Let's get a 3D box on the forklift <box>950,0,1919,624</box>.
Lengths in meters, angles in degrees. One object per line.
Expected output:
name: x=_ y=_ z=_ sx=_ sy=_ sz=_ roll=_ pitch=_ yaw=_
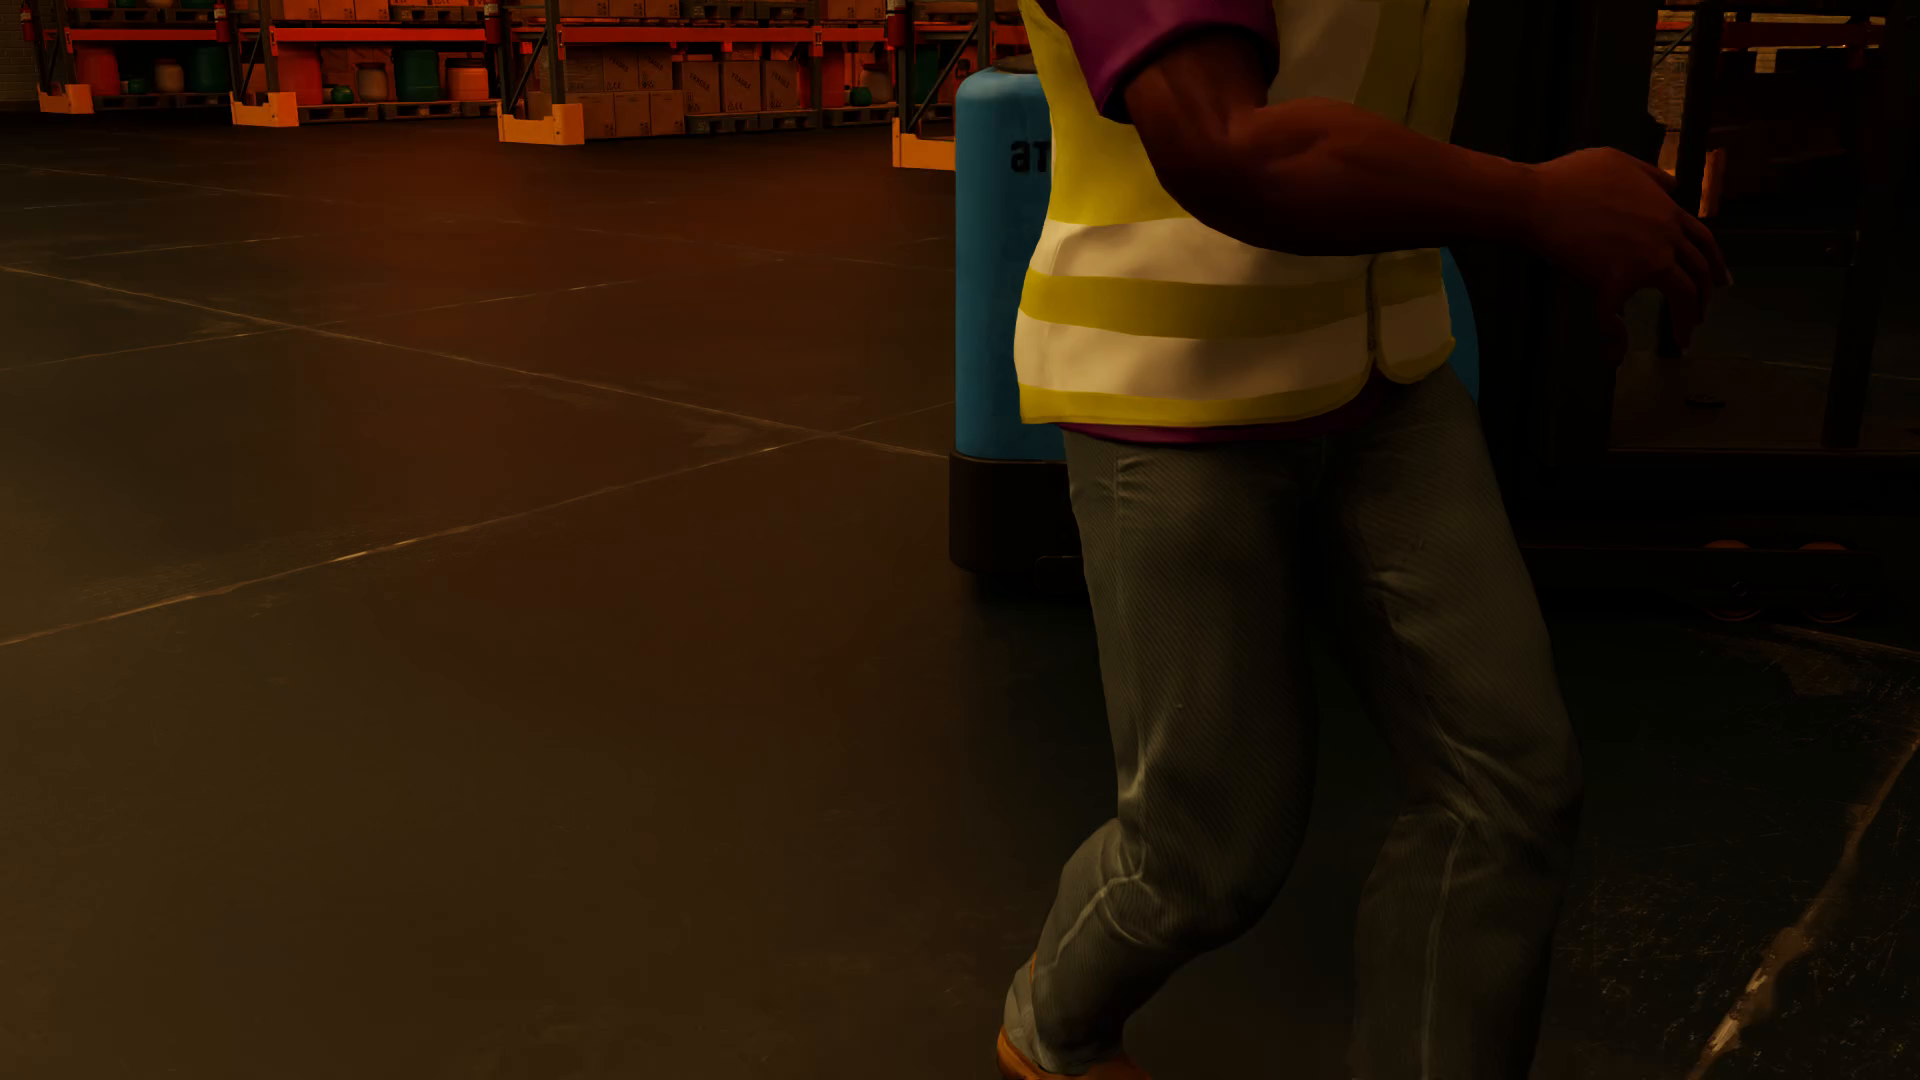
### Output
forklift: x=1.516 y=-1.391 z=3.479 sx=3.031 sy=2.935 sz=1.130 roll=1 pitch=17 yaw=3

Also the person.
person: x=0.258 y=-0.116 z=1.484 sx=0.604 sy=1.741 sz=0.934 roll=-13 pitch=21 yaw=-37
